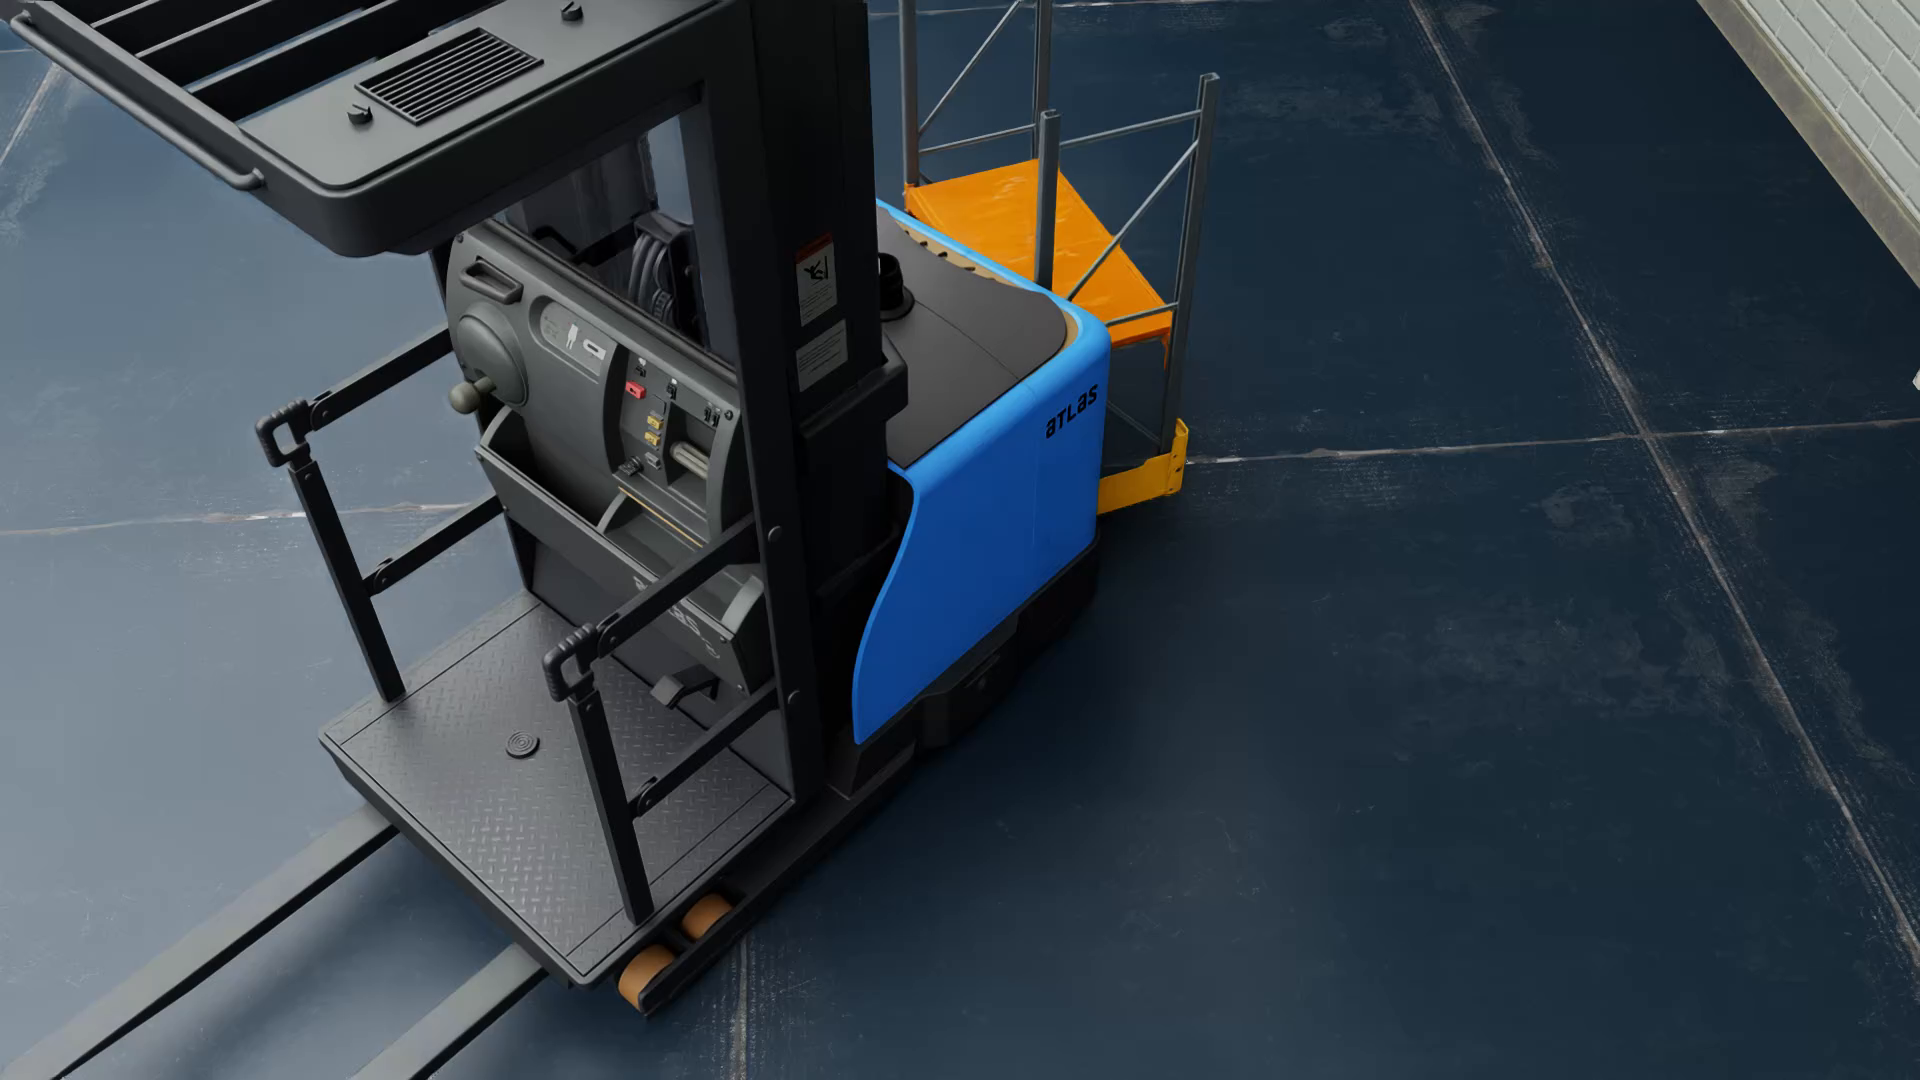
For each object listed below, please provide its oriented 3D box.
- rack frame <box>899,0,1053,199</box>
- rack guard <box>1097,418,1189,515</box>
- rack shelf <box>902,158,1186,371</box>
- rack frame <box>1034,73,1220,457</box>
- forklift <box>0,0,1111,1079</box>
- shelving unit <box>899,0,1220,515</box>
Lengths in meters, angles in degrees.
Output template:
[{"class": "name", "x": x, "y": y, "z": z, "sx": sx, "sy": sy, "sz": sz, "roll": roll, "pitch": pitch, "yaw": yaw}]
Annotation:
[{"class": "rack frame", "x": 0.052, "y": -1.308, "z": 5.456, "sx": 0.500, "sy": 1.500, "sz": 0.032, "roll": -17, "pitch": 49, "yaw": -15}, {"class": "rack guard", "x": 0.439, "y": -0.196, "z": 5.264, "sx": 0.587, "sy": 0.250, "sz": 0.087, "roll": -17, "pitch": 49, "yaw": -15}, {"class": "rack shelf", "x": 0.246, "y": -0.843, "z": 5.263, "sx": 0.538, "sy": 0.185, "sz": 1.000, "roll": -17, "pitch": 49, "yaw": -15}, {"class": "rack frame", "x": 0.440, "y": -0.625, "z": 4.809, "sx": 0.500, "sy": 1.500, "sz": 0.032, "roll": -17, "pitch": 49, "yaw": -15}, {"class": "forklift", "x": -0.945, "y": -0.261, "z": 3.478, "sx": 1.130, "sy": 2.935, "sz": 3.031, "roll": 33, "pitch": 55, "yaw": 27}, {"class": "shelving unit", "x": 0.250, "y": -0.960, "z": 5.127, "sx": 0.587, "sy": 1.500, "sz": 1.083, "roll": -17, "pitch": 49, "yaw": -15}]
